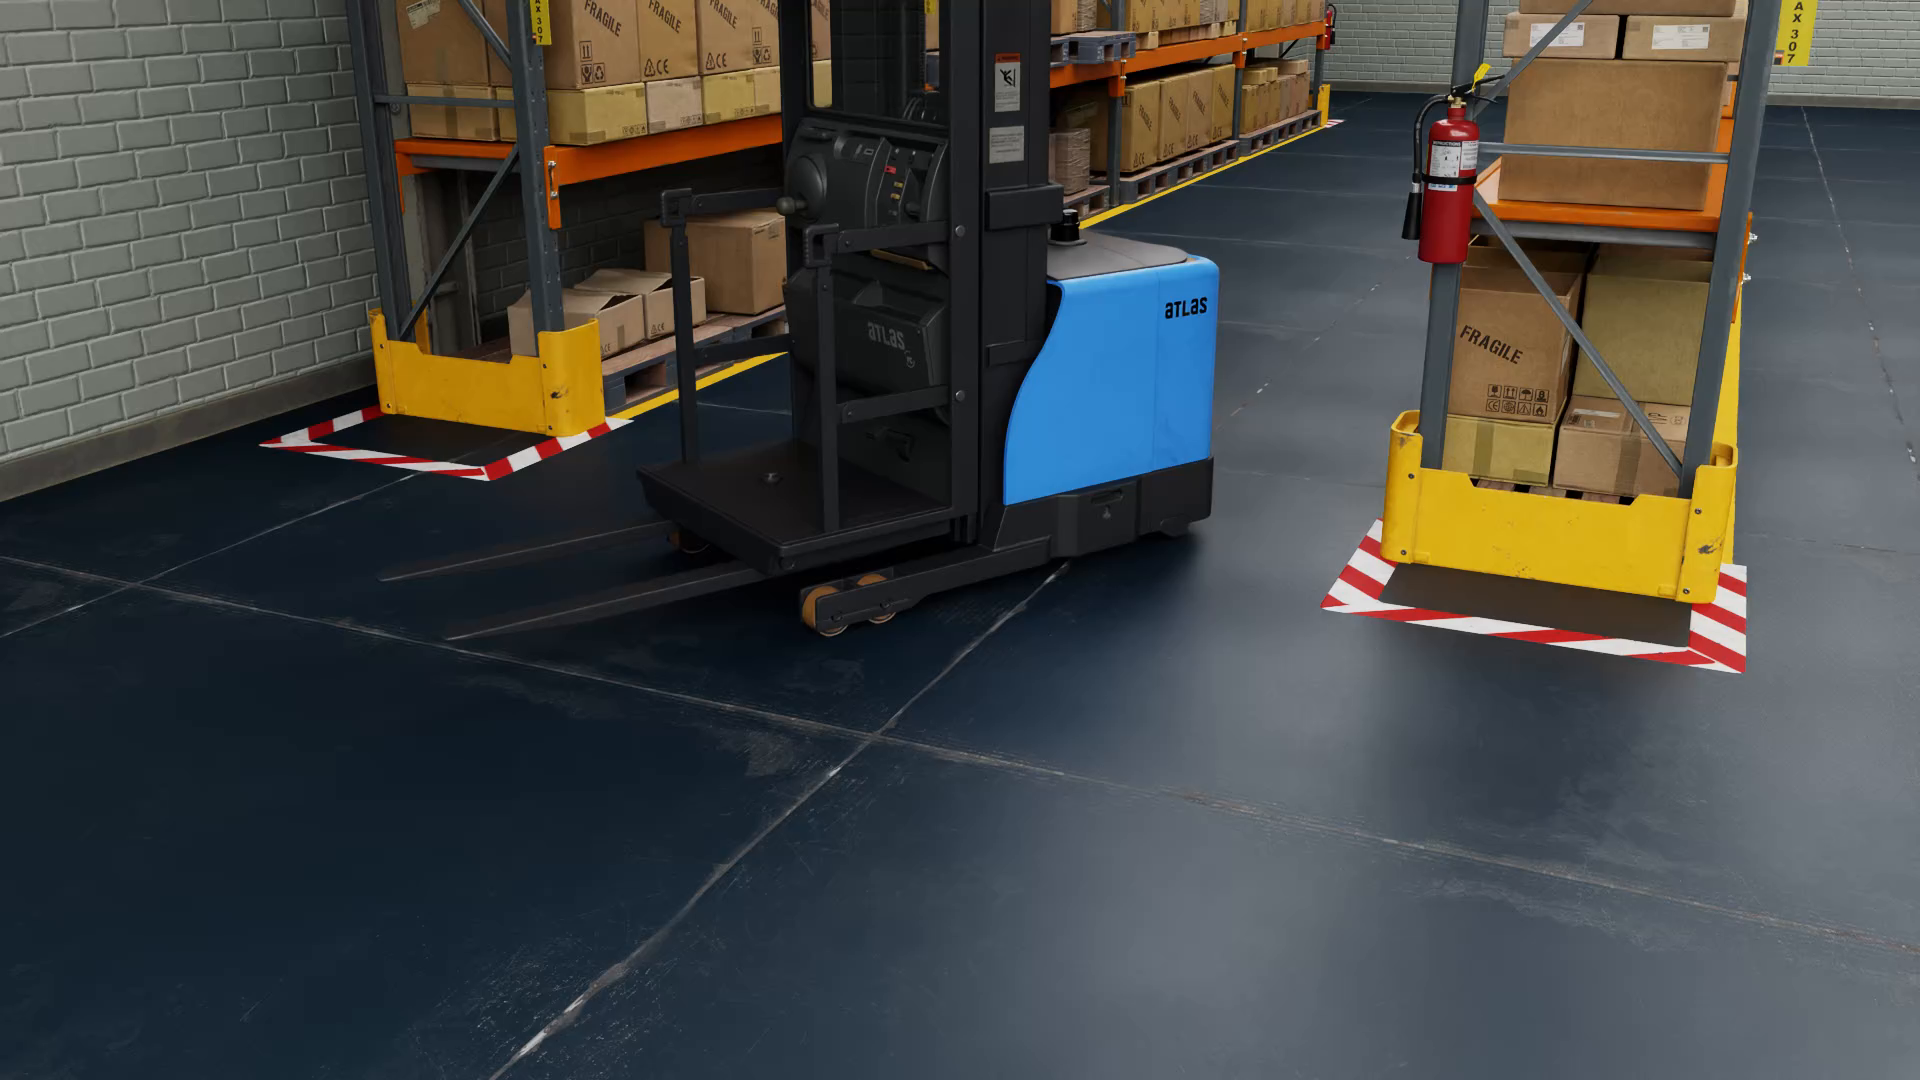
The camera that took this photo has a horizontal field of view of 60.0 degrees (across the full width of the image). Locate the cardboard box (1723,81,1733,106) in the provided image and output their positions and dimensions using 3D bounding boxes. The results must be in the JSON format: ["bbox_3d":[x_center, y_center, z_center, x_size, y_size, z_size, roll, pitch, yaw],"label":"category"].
[{"bbox_3d":[4.373,-2.669,9.872,0.380,0.149,0.250,9,21,23],"label":"cardboard box"}]

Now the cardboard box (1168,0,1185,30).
[{"bbox_3d":[1.800,-5.066,15.615,0.500,0.500,0.500,8,21,22],"label":"cardboard box"}]

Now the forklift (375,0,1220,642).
[{"bbox_3d":[-0.505,-1.259,5.635,3.031,2.935,1.130,-14,24,-33],"label":"forklift"}]

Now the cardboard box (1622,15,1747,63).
[{"bbox_3d":[2.543,-1.765,5.838,0.380,0.149,0.250,8,21,22],"label":"cardboard box"}]

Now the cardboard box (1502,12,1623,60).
[{"bbox_3d":[2.168,-1.818,5.986,0.380,0.149,0.250,8,21,22],"label":"cardboard box"}]

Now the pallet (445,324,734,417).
[{"bbox_3d":[-1.939,-0.953,8.834,1.003,0.211,1.213,9,21,23],"label":"pallet"}]

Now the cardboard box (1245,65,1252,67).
[{"bbox_3d":[3.268,-5.590,19.846,0.380,0.149,0.250,8,21,22],"label":"cardboard box"}]

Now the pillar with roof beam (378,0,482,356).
[{"bbox_3d":[1.090,-4.569,5.886,9.100,9.000,0.400,9,21,23],"label":"pillar with roof beam"}]

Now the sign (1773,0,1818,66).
[{"bbox_3d":[2.689,-1.689,5.331,0.100,0.325,0.005,9,21,23],"label":"sign"}]

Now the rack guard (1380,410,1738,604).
[{"bbox_3d":[2.176,-0.137,6.107,1.175,0.500,0.348,9,21,23],"label":"rack guard"}]

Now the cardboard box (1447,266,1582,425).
[{"bbox_3d":[2.133,-0.782,6.549,0.500,0.500,0.500,9,21,23],"label":"cardboard box"}]

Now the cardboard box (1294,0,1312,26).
[{"bbox_3d":[3.729,-6.652,20.248,0.980,0.700,0.700,8,21,22],"label":"cardboard box"}]

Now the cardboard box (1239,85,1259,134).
[{"bbox_3d":[2.978,-4.903,18.884,0.700,0.500,0.500,9,21,23],"label":"cardboard box"}]

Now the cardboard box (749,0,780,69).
[{"bbox_3d":[-1.236,-2.863,9.119,0.500,0.500,0.500,9,22,24],"label":"cardboard box"}]

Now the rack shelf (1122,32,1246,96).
[{"bbox_3d":[1.759,-4.718,16.333,1.077,0.370,4.000,9,21,23],"label":"rack shelf"}]

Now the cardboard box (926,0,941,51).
[{"bbox_3d":[-0.458,-3.628,11.389,0.700,0.500,0.500,9,21,23],"label":"cardboard box"}]

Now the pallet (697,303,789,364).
[{"bbox_3d":[-1.438,-1.325,9.879,1.003,0.211,1.213,9,21,23],"label":"pallet"}]

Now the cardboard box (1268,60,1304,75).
[{"bbox_3d":[4.031,-5.847,20.569,0.380,0.149,0.250,9,22,24],"label":"cardboard box"}]

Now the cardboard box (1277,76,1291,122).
[{"bbox_3d":[3.611,-5.377,20.216,0.700,0.500,0.500,8,21,21],"label":"cardboard box"}]

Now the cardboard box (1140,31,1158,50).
[{"bbox_3d":[1.584,-4.551,15.135,0.380,0.149,0.250,9,22,24],"label":"cardboard box"}]

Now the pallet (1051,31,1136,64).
[{"bbox_3d":[0.746,-4.123,13.872,1.213,0.211,1.003,9,21,23],"label":"pallet"}]

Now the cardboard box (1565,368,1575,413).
[{"bbox_3d":[2.329,-0.583,7.109,0.500,0.250,0.500,9,21,23],"label":"cardboard box"}]

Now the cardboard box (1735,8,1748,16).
[{"bbox_3d":[2.857,-1.999,6.496,0.380,0.149,0.250,8,21,22],"label":"cardboard box"}]

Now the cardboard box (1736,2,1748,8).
[{"bbox_3d":[3.173,-2.235,7.159,0.380,0.149,0.250,9,21,23],"label":"cardboard box"}]

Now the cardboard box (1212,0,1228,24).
[{"bbox_3d":[2.420,-5.532,16.926,0.500,0.500,0.500,9,21,23],"label":"cardboard box"}]

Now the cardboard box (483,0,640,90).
[{"bbox_3d":[-1.866,-2.397,7.808,0.500,0.500,0.500,9,21,23],"label":"cardboard box"}]

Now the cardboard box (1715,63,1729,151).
[{"bbox_3d":[3.020,-1.984,7.420,0.700,0.500,0.500,9,22,24],"label":"cardboard box"}]

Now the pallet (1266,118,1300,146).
[{"bbox_3d":[3.459,-4.951,20.075,1.003,0.211,1.213,9,21,23],"label":"pallet"}]

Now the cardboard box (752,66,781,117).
[{"bbox_3d":[-1.223,-2.515,9.257,0.500,0.250,0.500,9,21,23],"label":"cardboard box"}]

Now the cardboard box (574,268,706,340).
[{"bbox_3d":[-1.737,-1.314,9.044,0.500,0.311,0.500,11,22,27],"label":"cardboard box"}]

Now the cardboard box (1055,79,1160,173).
[{"bbox_3d":[1.361,-3.838,15.365,0.750,0.750,0.750,8,21,22],"label":"cardboard box"}]

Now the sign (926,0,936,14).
[{"bbox_3d":[-0.199,-3.559,10.708,0.100,0.325,0.005,9,21,23],"label":"sign"}]

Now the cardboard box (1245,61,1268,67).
[{"bbox_3d":[3.580,-5.824,20.504,0.380,0.149,0.250,9,21,23],"label":"cardboard box"}]

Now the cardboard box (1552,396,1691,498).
[{"bbox_3d":[2.608,-0.358,6.475,0.500,0.250,0.500,9,21,23],"label":"cardboard box"}]

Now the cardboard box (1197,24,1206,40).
[{"bbox_3d":[2.254,-5.110,16.705,0.380,0.149,0.250,9,21,23],"label":"cardboard box"}]

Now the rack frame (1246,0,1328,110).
[{"bbox_3d":[4.216,-6.892,21.370,1.000,3.000,0.127,9,21,23],"label":"rack frame"}]

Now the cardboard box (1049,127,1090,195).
[{"bbox_3d":[0.693,-3.248,14.200,0.700,0.500,0.500,9,21,23],"label":"cardboard box"}]

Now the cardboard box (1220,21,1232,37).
[{"bbox_3d":[2.617,-5.337,17.345,0.380,0.149,0.250,9,21,24],"label":"cardboard box"}]

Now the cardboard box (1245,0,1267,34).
[{"bbox_3d":[2.815,-5.974,18.342,0.980,0.700,0.700,9,21,24],"label":"cardboard box"}]

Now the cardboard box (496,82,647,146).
[{"bbox_3d":[-1.846,-2.045,7.936,0.500,0.250,0.500,8,21,21],"label":"cardboard box"}]

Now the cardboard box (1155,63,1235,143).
[{"bbox_3d":[2.431,-4.637,17.613,0.750,0.750,0.750,9,21,23],"label":"cardboard box"}]

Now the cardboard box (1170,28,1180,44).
[{"bbox_3d":[1.905,-4.876,16.049,0.380,0.149,0.250,9,21,23],"label":"cardboard box"}]

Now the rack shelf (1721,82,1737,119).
[{"bbox_3d":[4.642,-2.817,10.987,1.077,0.370,4.000,9,21,23],"label":"rack shelf"}]

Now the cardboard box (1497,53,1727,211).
[{"bbox_3d":[2.388,-1.510,6.089,0.700,0.500,0.500,9,21,23],"label":"cardboard box"}]

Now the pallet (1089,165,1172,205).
[{"bbox_3d":[1.332,-3.363,15.609,1.003,0.211,1.213,9,21,23],"label":"pallet"}]
